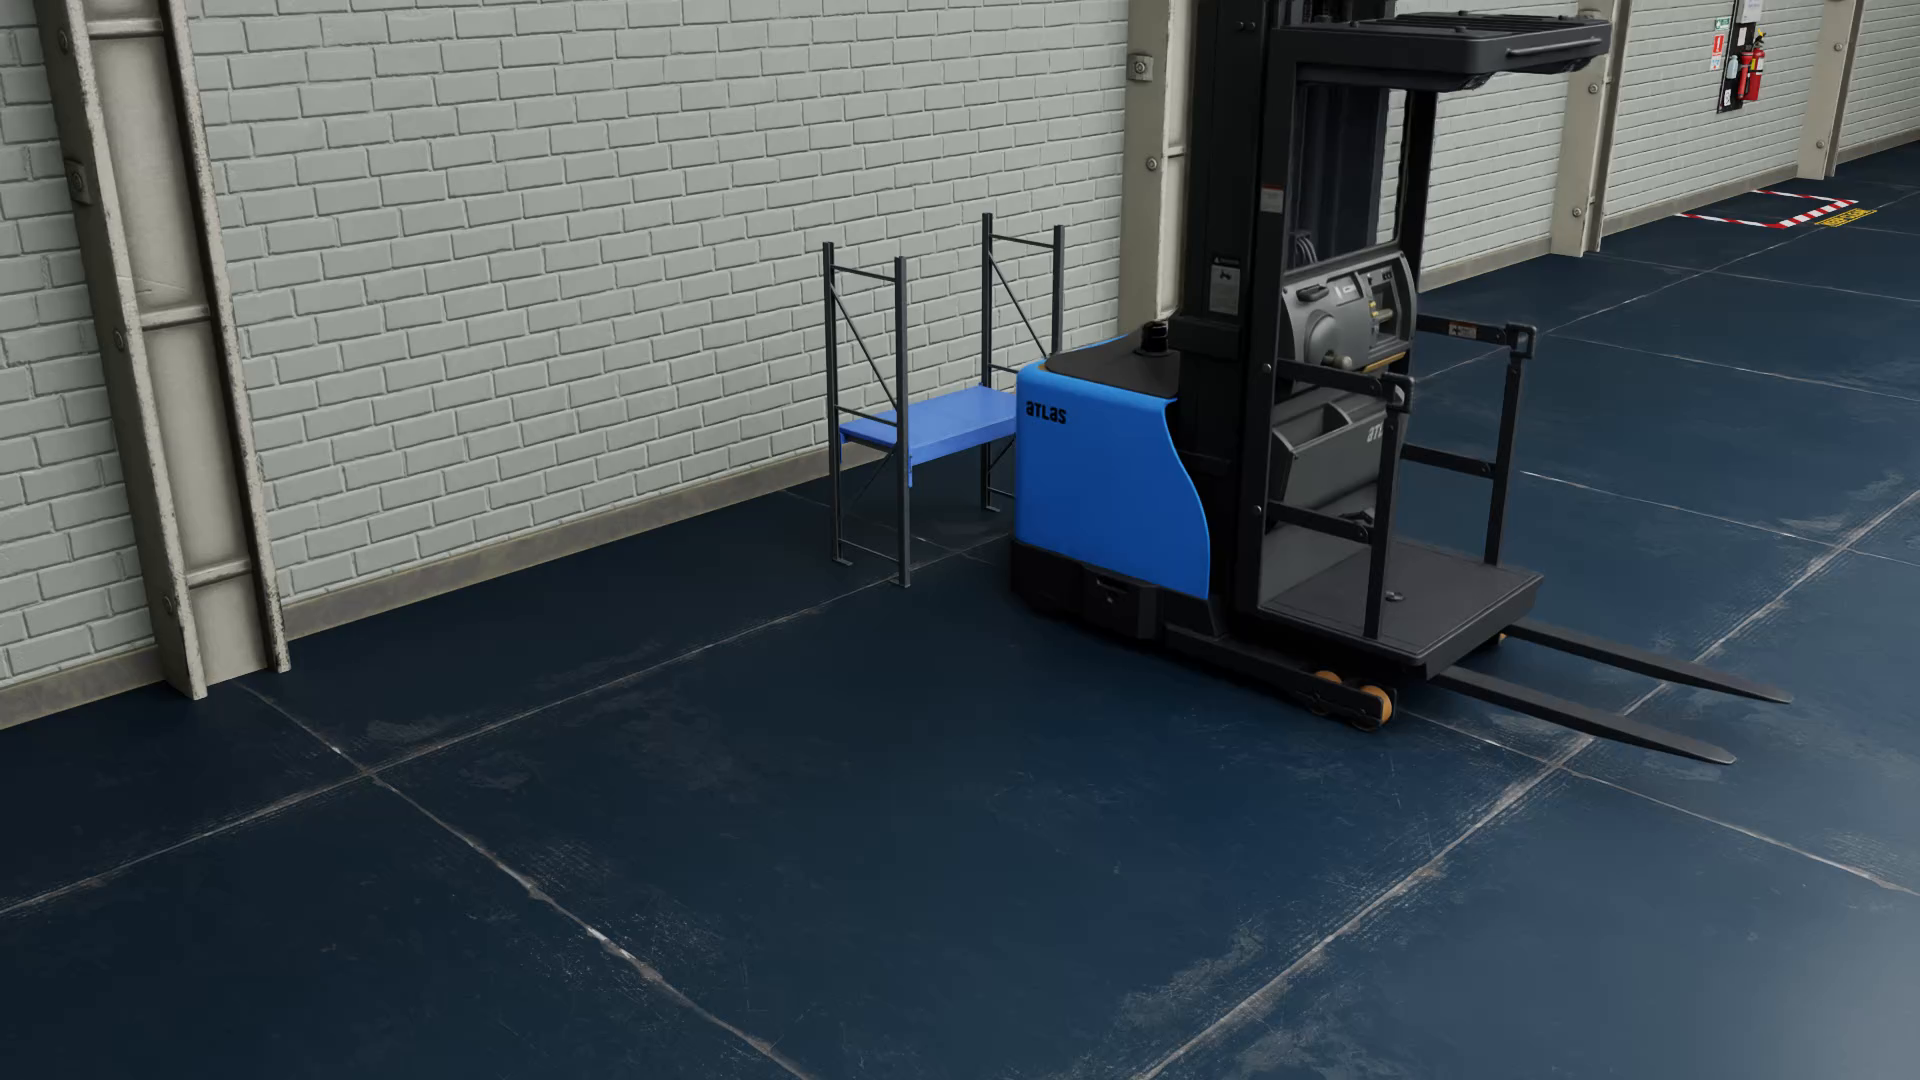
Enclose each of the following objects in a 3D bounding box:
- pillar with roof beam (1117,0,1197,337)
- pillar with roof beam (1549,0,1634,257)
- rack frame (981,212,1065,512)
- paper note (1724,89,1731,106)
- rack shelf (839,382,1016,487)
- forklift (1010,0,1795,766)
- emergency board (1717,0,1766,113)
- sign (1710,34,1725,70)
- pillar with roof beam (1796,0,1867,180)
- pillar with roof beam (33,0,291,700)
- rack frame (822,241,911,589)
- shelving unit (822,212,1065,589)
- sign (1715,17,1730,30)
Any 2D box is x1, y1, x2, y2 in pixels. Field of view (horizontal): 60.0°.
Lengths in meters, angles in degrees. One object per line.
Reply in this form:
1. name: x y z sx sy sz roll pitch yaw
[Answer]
1. pillar with roof beam: 4.323 -4.131 6.280 9.100 9.000 0.400 19 28 41
2. pillar with roof beam: 8.509 -5.674 10.293 9.100 9.000 0.400 19 28 41
3. rack frame: 0.295 -0.809 8.088 0.500 1.500 0.032 19 28 41
4. paper note: 7.686 -4.428 16.642 0.016 0.148 0.142 19 28 41
5. rack shelf: -0.060 -0.510 7.813 0.538 0.185 1.000 19 28 41
6. forklift: 1.654 -0.867 6.246 3.031 2.935 1.130 18 27 39
7. emergency board: 7.859 -4.868 16.558 0.194 1.169 0.643 19 28 41
8. sign: 7.399 -4.768 16.249 0.001 0.329 0.234 19 28 41
9. pillar with roof beam: 12.694 -7.216 14.306 9.100 9.000 0.400 19 28 41
10. pillar with roof beam: 0.137 -2.589 2.268 9.100 9.000 0.400 19 28 41
11. rack frame: -0.414 -0.547 7.408 0.500 1.500 0.032 19 28 41
12. shelving unit: -0.060 -0.678 7.748 0.538 1.500 1.048 19 28 41
13. sign: 7.408 -5.014 16.151 0.001 0.109 0.331 19 28 41
